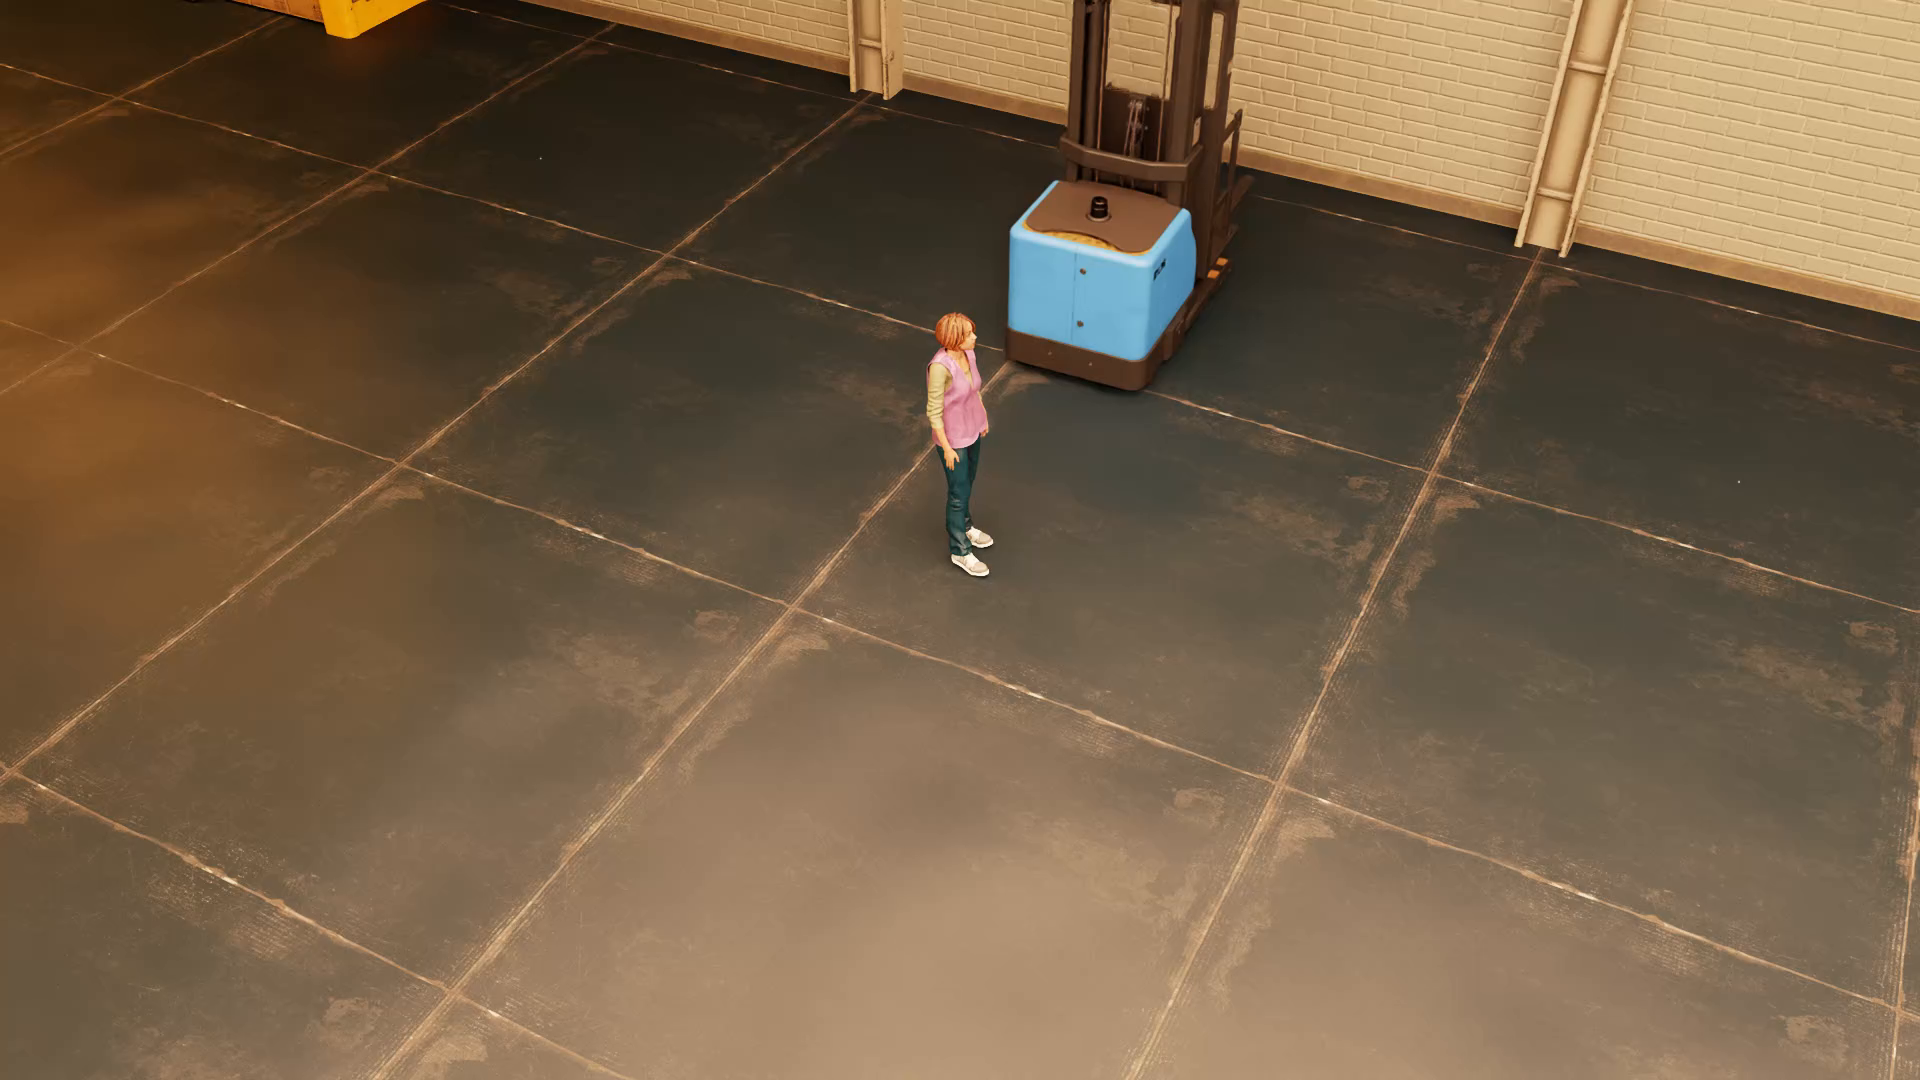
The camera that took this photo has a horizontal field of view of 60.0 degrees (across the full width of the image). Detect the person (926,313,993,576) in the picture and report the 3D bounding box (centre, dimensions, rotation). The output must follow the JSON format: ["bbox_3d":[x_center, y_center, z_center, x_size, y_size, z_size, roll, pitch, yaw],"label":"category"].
[{"bbox_3d":[0.059,-0.579,9.713,0.476,1.578,0.520,18,43,21],"label":"person"}]

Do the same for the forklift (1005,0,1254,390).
[{"bbox_3d":[1.409,-3.089,11.655,1.130,2.935,3.031,17,43,19],"label":"forklift"}]
